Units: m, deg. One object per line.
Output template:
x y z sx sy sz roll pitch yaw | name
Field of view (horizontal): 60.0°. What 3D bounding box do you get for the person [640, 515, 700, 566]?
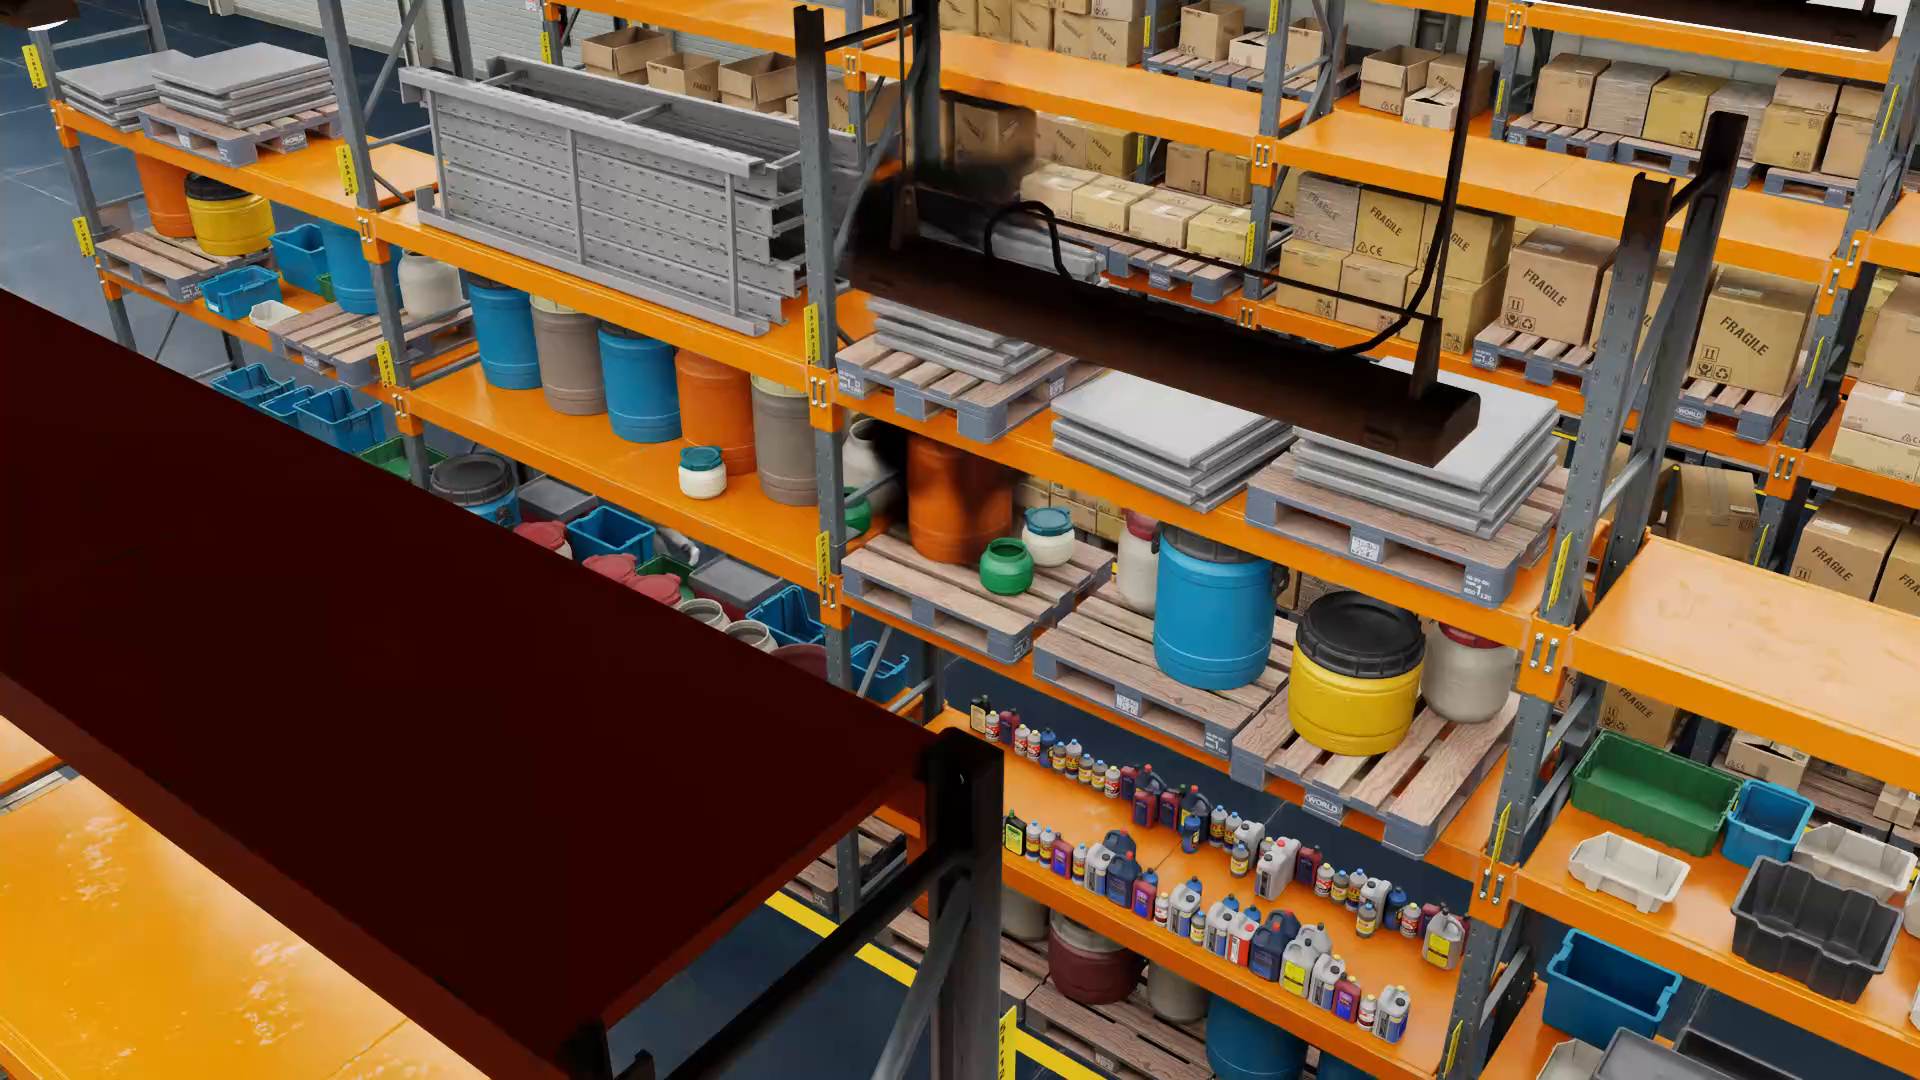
-2.557 -0.320 14.313 0.557 1.553 0.534 14 34 22 | person
